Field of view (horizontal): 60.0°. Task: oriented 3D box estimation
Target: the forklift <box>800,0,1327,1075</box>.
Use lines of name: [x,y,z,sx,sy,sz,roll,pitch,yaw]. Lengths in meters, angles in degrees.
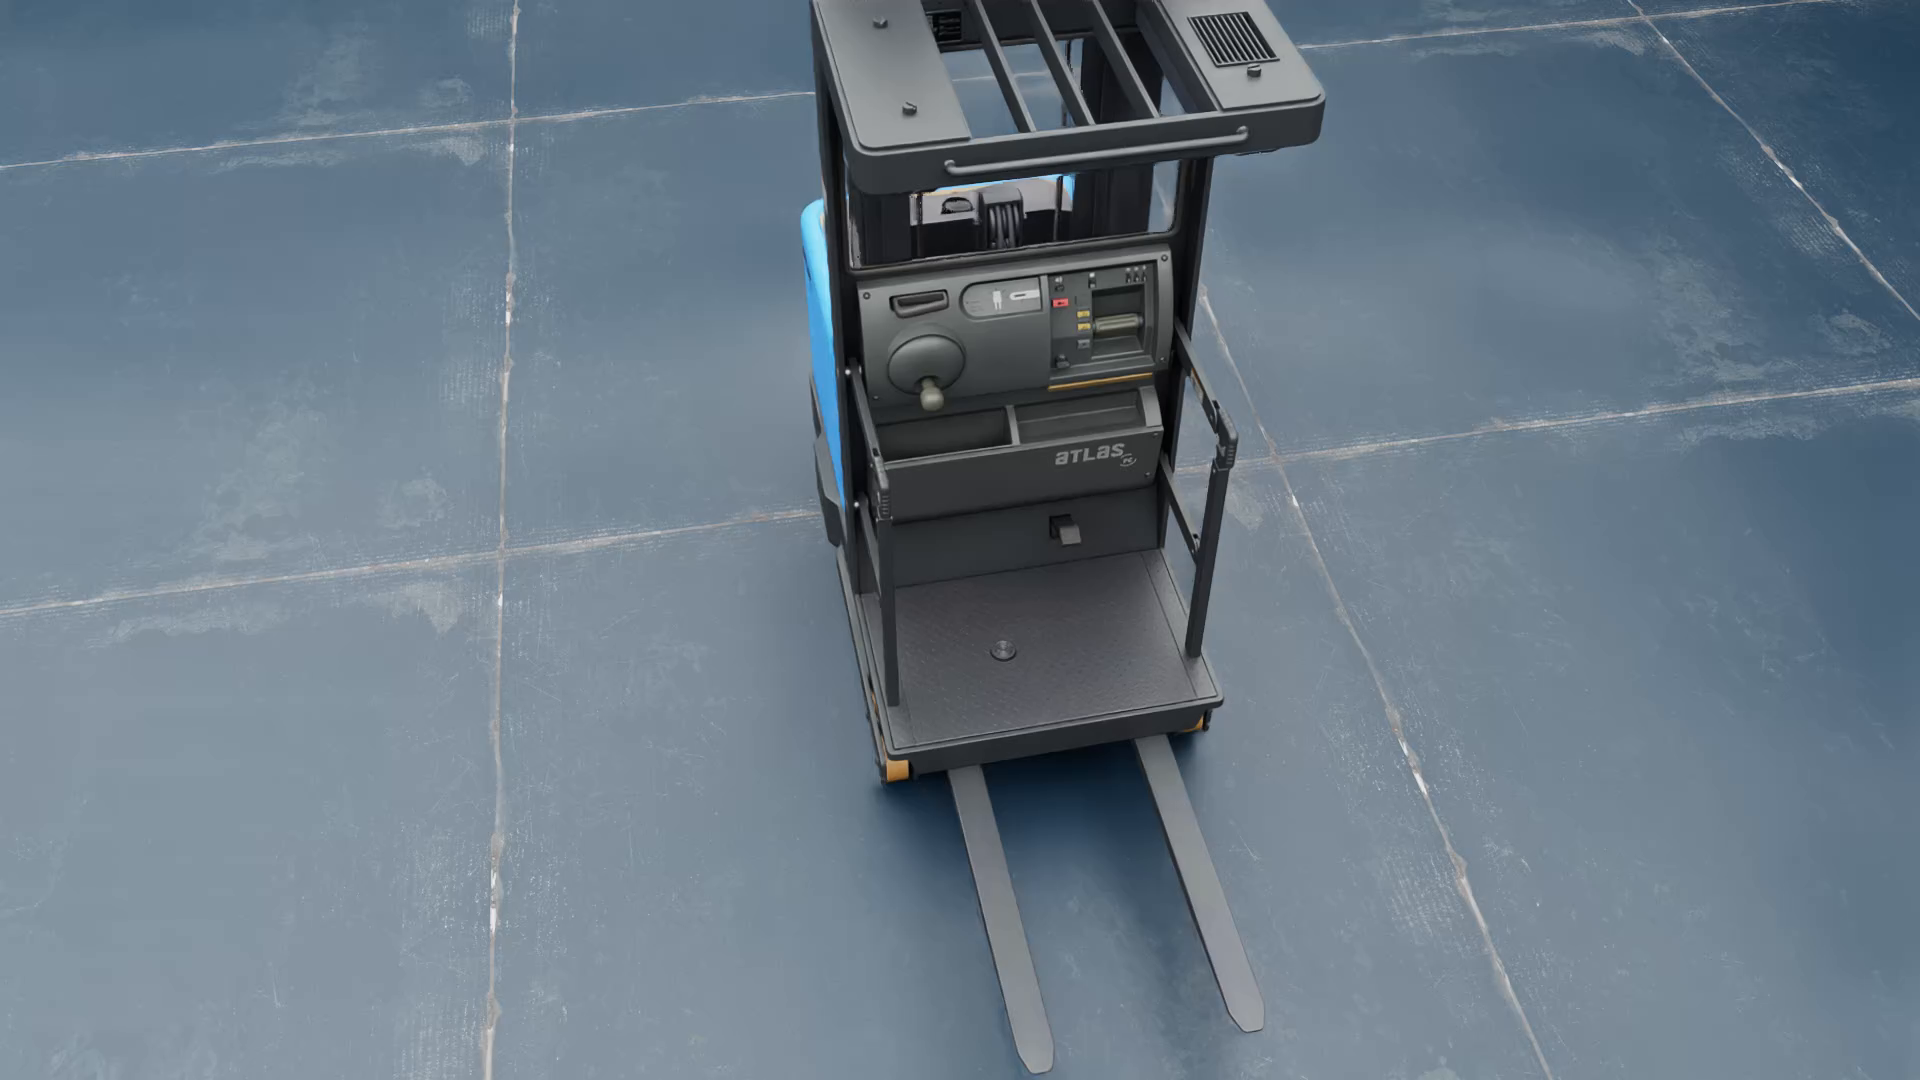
forklift: [0.216,-0.521,4.716,1.130,2.935,3.031,-8,47,-8]
